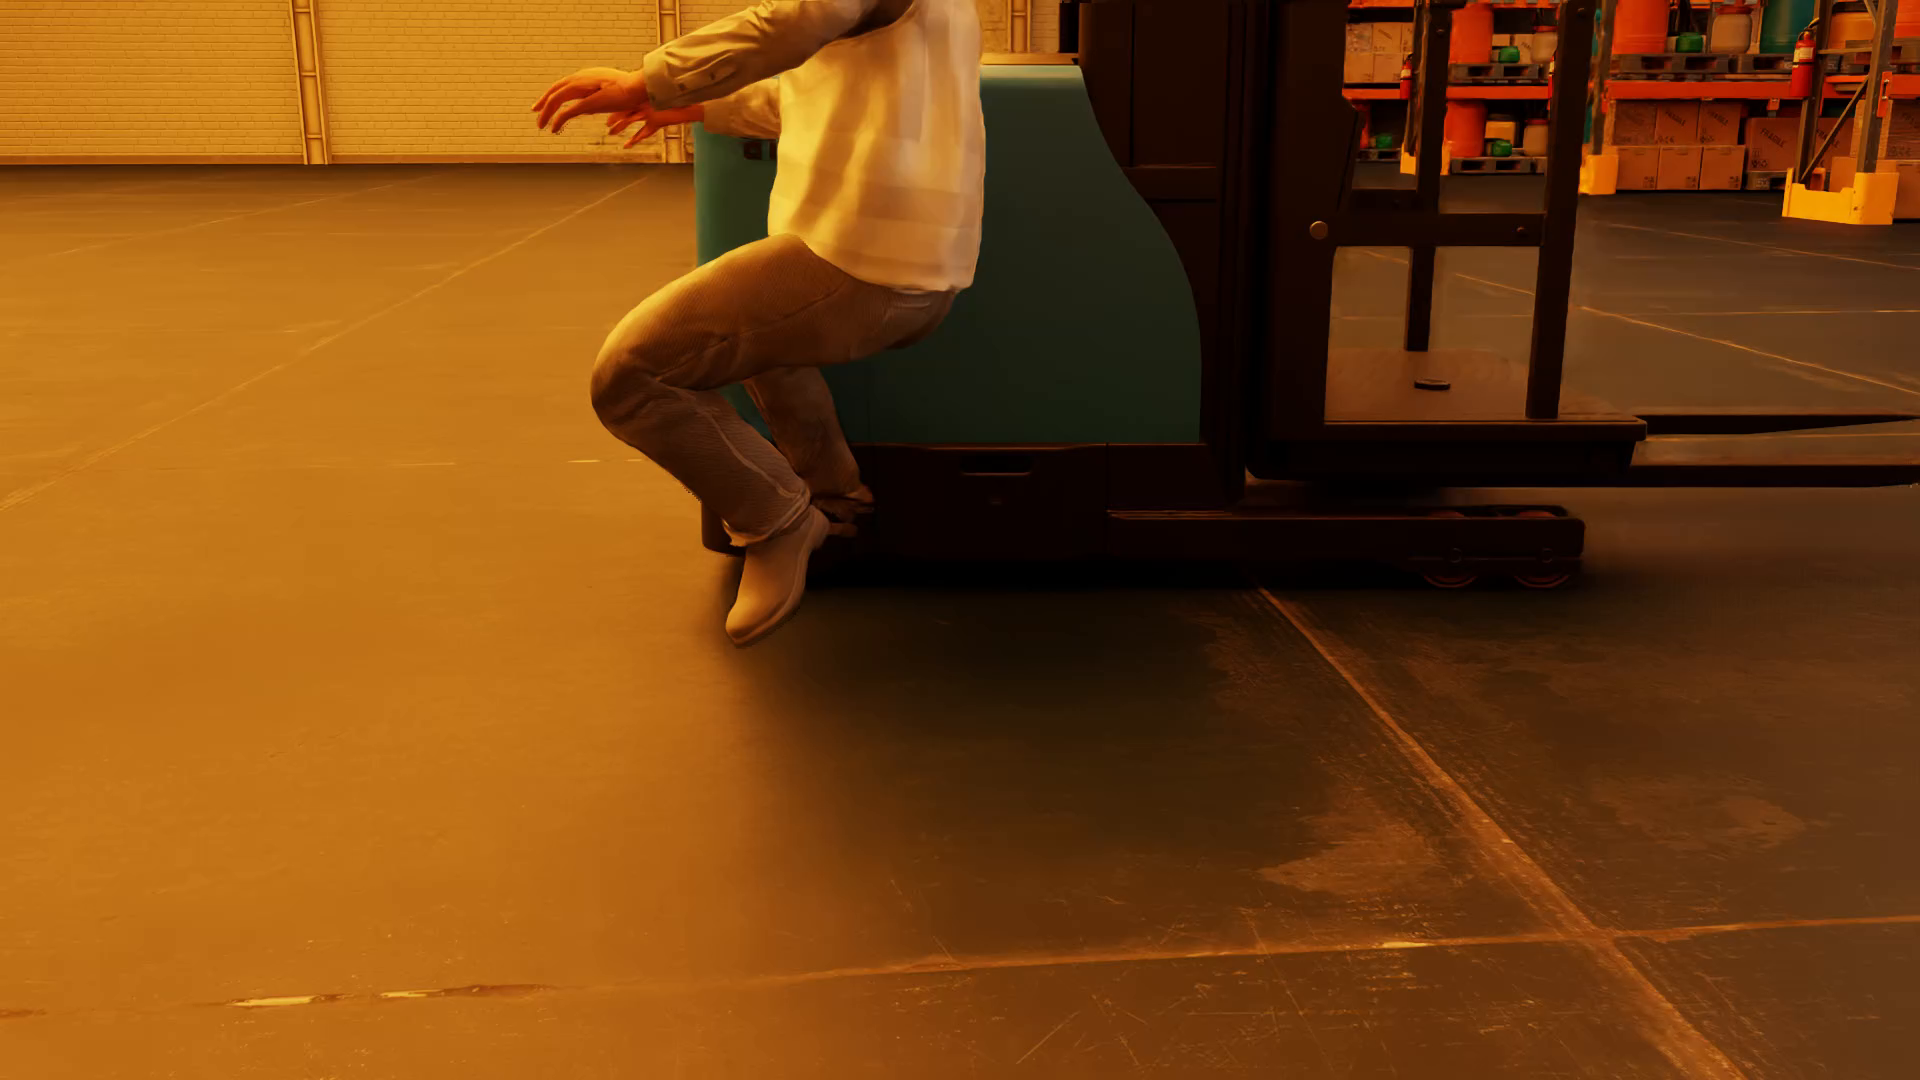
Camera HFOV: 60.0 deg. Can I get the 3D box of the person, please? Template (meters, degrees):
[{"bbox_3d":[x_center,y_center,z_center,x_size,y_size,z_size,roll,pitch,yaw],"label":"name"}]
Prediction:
[{"bbox_3d":[-0.335,-0.609,3.006,0.788,1.507,0.906,4,15,14],"label":"person"}]

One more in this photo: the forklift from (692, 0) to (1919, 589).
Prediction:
[{"bbox_3d":[0.954,-1.449,3.684,3.031,2.935,1.130,0,15,0],"label":"forklift"}]
